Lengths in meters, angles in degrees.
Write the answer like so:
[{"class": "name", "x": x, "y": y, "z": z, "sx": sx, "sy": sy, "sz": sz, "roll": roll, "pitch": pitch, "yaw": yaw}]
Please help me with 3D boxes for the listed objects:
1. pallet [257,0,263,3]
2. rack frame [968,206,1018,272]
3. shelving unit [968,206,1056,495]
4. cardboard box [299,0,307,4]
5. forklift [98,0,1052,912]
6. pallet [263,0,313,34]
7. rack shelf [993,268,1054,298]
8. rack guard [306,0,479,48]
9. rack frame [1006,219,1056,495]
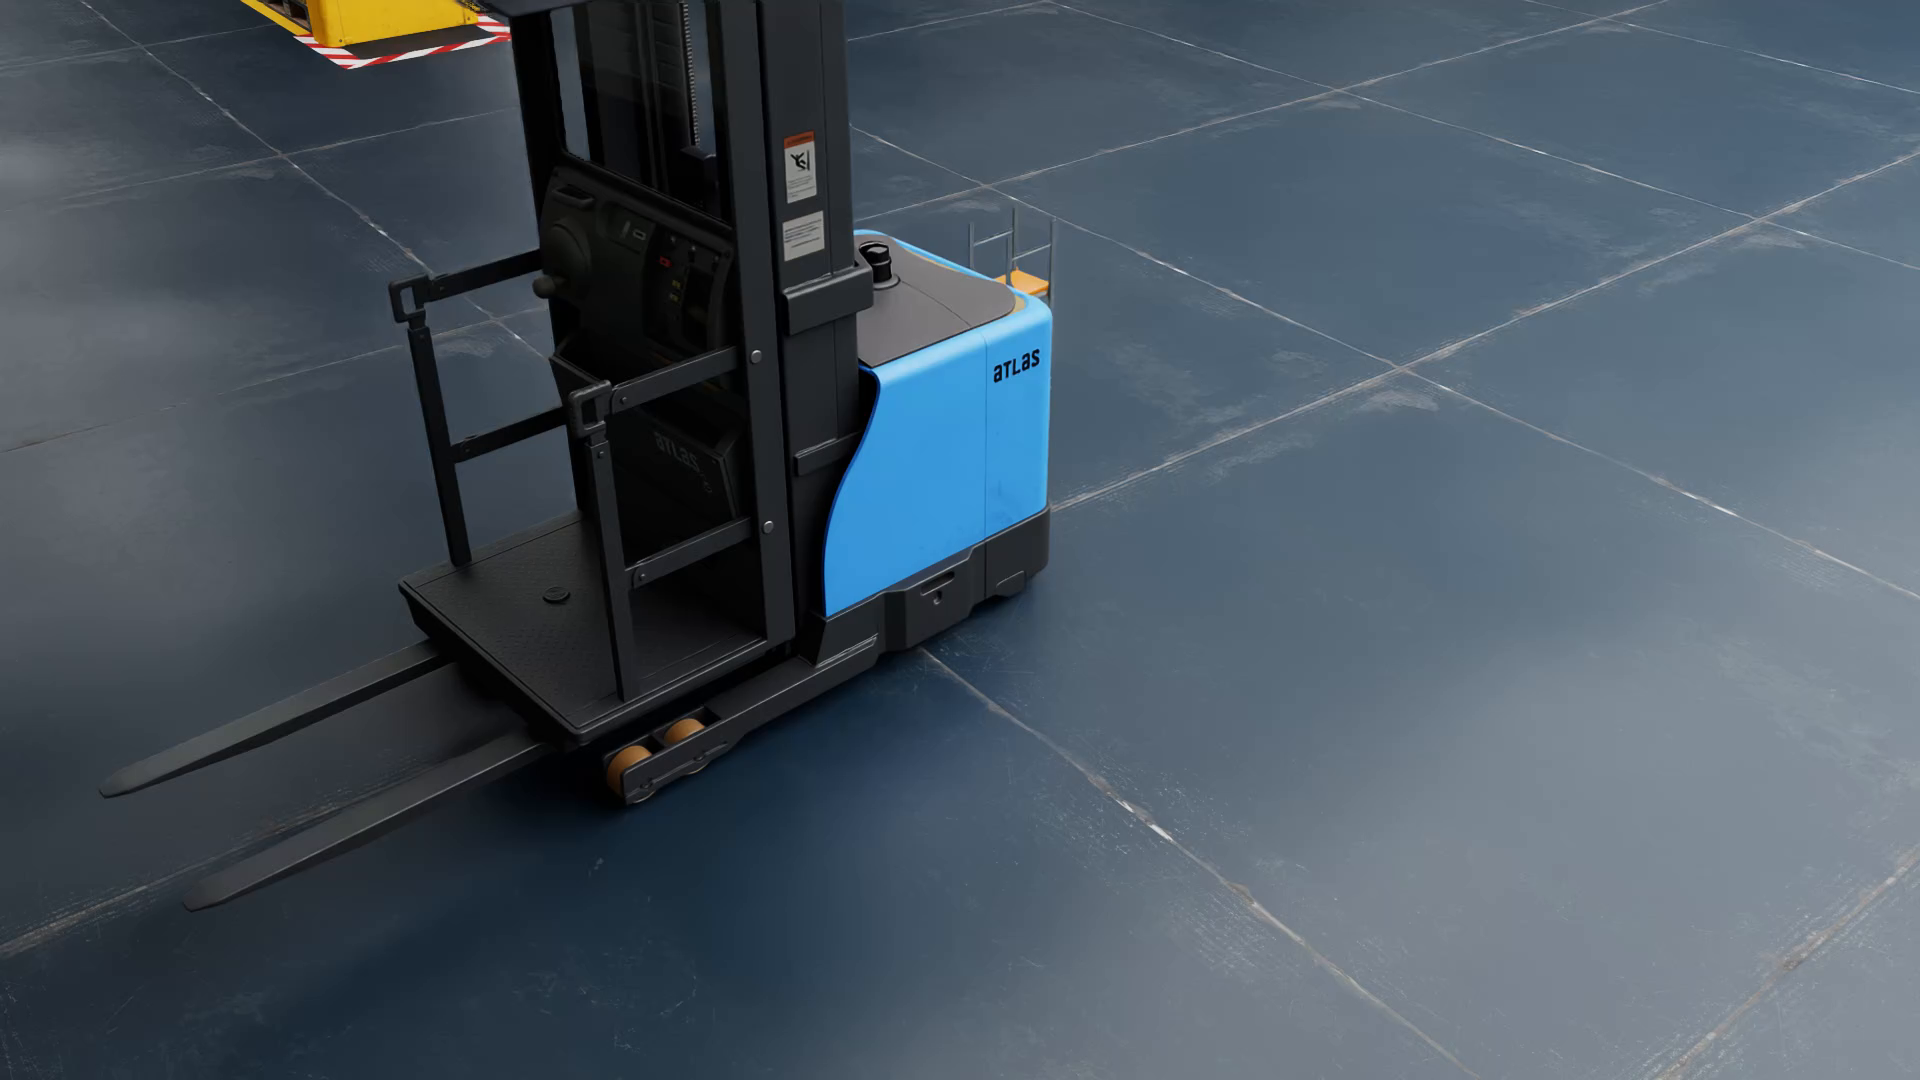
[{"class": "pallet", "x": -5.434, "y": -4.698, "z": 13.613, "sx": 1.003, "sy": 0.211, "sz": 1.213, "roll": -22, "pitch": 38, "yaw": -31}, {"class": "rack frame", "x": 0.117, "y": -0.626, "z": 6.121, "sx": 0.240, "sy": 1.200, "sz": 0.006, "roll": -27, "pitch": 41, "yaw": -36}, {"class": "shelving unit", "x": 0.181, "y": -0.592, "z": 6.065, "sx": 0.258, "sy": 1.200, "sz": 0.189, "roll": -27, "pitch": 41, "yaw": -36}, {"class": "cardboard box", "x": -4.750, "y": -4.207, "z": 12.389, "sx": 0.500, "sy": 0.250, "sz": 0.500, "roll": -22, "pitch": 38, "yaw": -31}, {"class": "forklift", "x": -1.103, "y": -0.770, "z": 4.712, "sx": 3.031, "sy": 2.935, "sz": 1.130, "roll": -26, "pitch": 40, "yaw": -35}, {"class": "pallet", "x": -4.690, "y": -4.190, "z": 12.795, "sx": 1.003, "sy": 0.211, "sz": 1.213, "roll": -22, "pitch": 38, "yaw": -31}, {"class": "rack shelf", "x": 0.181, "y": -0.860, "z": 5.899, "sx": 0.258, "sy": 0.103, "sz": 0.180, "roll": -27, "pitch": 41, "yaw": -36}, {"class": "rack guard", "x": -4.173, "y": -3.997, "z": 12.212, "sx": 1.175, "sy": 0.500, "sz": 0.348, "roll": -22, "pitch": 38, "yaw": -31}, {"class": "rack frame", "x": 0.244, "y": -0.557, "z": 6.010, "sx": 0.240, "sy": 1.200, "sz": 0.006, "roll": -27, "pitch": 41, "yaw": -36}]
